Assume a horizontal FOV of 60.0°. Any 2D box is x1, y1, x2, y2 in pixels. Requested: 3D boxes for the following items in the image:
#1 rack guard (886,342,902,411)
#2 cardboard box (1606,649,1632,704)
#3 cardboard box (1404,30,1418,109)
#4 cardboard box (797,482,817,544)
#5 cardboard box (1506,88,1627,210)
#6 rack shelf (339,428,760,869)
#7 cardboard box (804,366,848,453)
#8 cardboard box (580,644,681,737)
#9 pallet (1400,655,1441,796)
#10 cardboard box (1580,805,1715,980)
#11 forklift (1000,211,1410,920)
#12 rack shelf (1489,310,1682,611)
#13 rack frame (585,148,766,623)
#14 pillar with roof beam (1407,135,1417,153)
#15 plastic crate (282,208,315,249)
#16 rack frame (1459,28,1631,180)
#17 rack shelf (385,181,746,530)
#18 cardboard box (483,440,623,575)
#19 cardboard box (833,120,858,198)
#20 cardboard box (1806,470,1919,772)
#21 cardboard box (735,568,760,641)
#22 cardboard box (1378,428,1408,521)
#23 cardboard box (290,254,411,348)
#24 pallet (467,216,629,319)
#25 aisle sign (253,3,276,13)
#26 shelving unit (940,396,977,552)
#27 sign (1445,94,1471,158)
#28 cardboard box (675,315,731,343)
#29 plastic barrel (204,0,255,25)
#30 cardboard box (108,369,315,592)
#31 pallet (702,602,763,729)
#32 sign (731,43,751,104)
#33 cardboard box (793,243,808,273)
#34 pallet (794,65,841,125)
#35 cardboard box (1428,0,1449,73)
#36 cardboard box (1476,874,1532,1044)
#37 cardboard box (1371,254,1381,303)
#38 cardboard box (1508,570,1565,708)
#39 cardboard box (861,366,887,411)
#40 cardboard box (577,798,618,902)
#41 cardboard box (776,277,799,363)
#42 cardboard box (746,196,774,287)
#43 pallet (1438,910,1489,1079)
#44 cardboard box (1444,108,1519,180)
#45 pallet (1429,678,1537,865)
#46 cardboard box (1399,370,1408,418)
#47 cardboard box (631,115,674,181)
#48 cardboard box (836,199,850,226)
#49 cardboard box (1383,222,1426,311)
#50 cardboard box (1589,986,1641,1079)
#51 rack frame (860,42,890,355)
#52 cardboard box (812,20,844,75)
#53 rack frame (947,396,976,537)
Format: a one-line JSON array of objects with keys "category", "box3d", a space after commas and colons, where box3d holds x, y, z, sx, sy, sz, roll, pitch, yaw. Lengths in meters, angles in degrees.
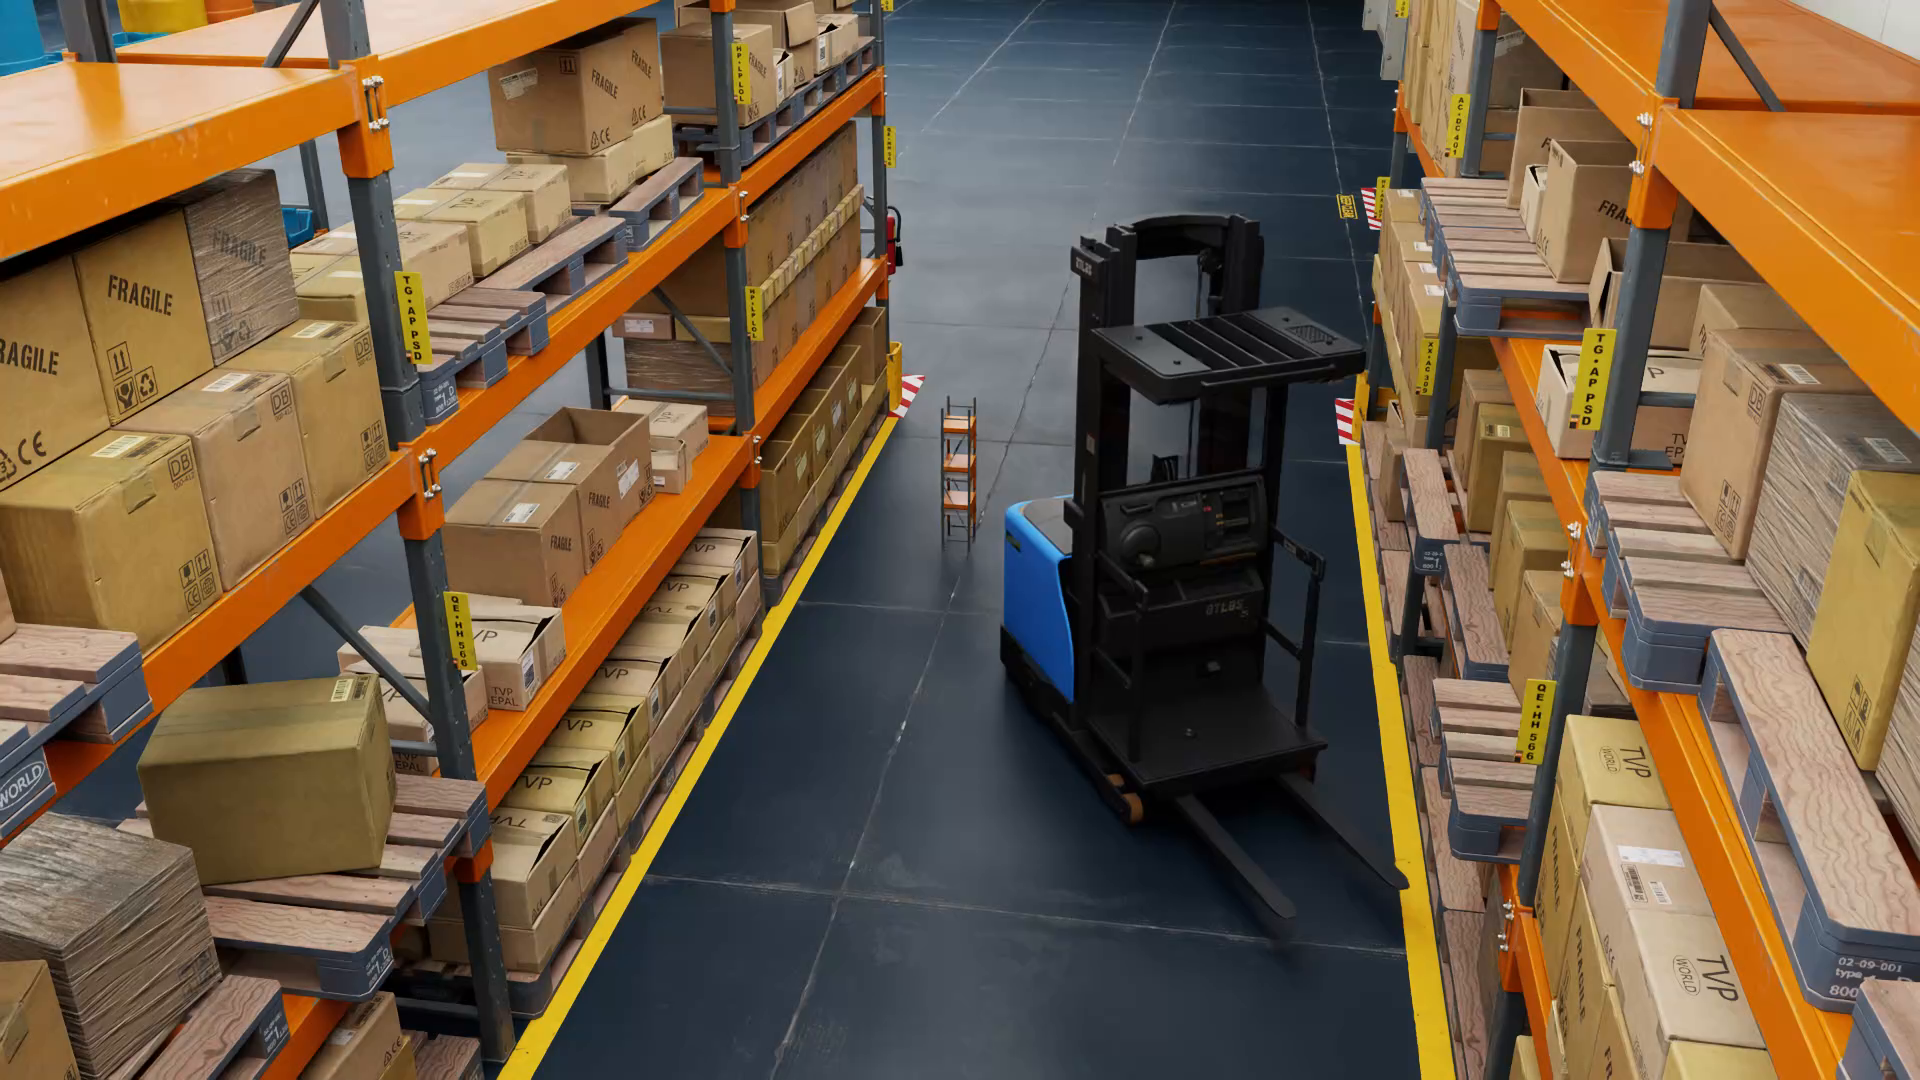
[{"category": "rack guard", "box3d": [-1.092, -1.427, 14.208, 1.175, 0.500, 0.348, 4, 25, 9]}, {"category": "cardboard box", "box3d": [2.511, 0.454, 5.840, 0.380, 0.149, 0.250, 1, 25, 2]}, {"category": "cardboard box", "box3d": [3.367, -3.275, 11.529, 0.500, 0.500, 0.500, 6, 26, 12]}, {"category": "cardboard box", "box3d": [-1.288, -0.202, 11.392, 0.500, 0.250, 0.500, 4, 25, 9]}, {"category": "cardboard box", "box3d": [2.969, -1.905, 8.130, 0.500, 0.500, 0.500, 8, 26, 16]}, {"category": "rack shelf", "box3d": [-2.077, 0.286, 8.448, 1.077, 0.370, 4.000, 4, 25, 9]}, {"category": "cardboard box", "box3d": [-1.122, -0.960, 12.126, 0.500, 0.500, 0.500, 4, 25, 9]}, {"category": "cardboard box", "box3d": [-1.782, 0.751, 8.694, 0.500, 0.311, 0.500, 4, 25, 8]}, {"category": "pallet", "box3d": [3.012, 1.054, 9.248, 1.003, 0.211, 1.213, 4, 25, 9]}, {"category": "cardboard box", "box3d": [2.068, 1.007, 4.684, 0.500, 0.250, 0.500, 4, 25, 8]}, {"category": "forklift", "box3d": [1.247, -0.054, 8.408, 1.130, 2.935, 3.031, -9, 27, -19]}, {"category": "rack shelf", "box3d": [2.811, -0.730, 7.083, 1.077, 0.370, 4.000, 4, 25, 9]}, {"category": "rack frame", "box3d": [-1.750, -0.876, 10.083, 1.000, 3.000, 0.127, 4, 25, 9]}, {"category": "pillar with roof beam", "box3d": [2.244, -9.889, 22.261, 9.100, 9.000, 0.400, 4, 25, 9]}, {"category": "plastic crate", "box3d": [-5.769, -2.596, 13.934, 0.499, 0.251, 0.616, 4, 25, 9]}, {"category": "rack frame", "box3d": [3.138, -3.251, 8.081, 1.000, 3.000, 0.127, 4, 25, 9]}, {"category": "rack shelf", "box3d": [-2.077, -1.072, 7.812, 1.077, 0.370, 4.000, 4, 25, 9]}, {"category": "cardboard box", "box3d": [-2.060, -0.171, 8.460, 0.500, 0.500, 0.500, 4, 25, 9]}, {"category": "cardboard box", "box3d": [-1.194, -2.965, 12.898, 0.700, 0.500, 0.500, 4, 25, 9]}, {"category": "cardboard box", "box3d": [2.323, 0.198, 3.613, 0.700, 0.500, 0.500, 5, 26, 11]}, {"category": "cardboard box", "box3d": [-1.532, 0.373, 10.163, 0.500, 0.250, 0.500, 4, 25, 8]}, {"category": "cardboard box", "box3d": [3.327, -0.449, 11.601, 0.700, 0.500, 0.500, 2, 25, 5]}, {"category": "cardboard box", "box3d": [-2.385, -0.877, 6.229, 0.500, 0.250, 0.500, 2, 25, 5]}, {"category": "pallet", "box3d": [-2.201, -1.234, 7.532, 1.003, 0.211, 1.213, 5, 26, 11]}, {"category": "aisle sign", "box3d": [-5.678, -4.080, 13.863, 0.394, 0.787, 0.004, 4, 25, 9]}, {"category": "shelving unit", "box3d": [-0.009, -0.453, 11.480, 0.215, 1.050, 0.252, 4, 25, 9]}, {"category": "sign", "box3d": [2.601, -2.161, 8.681, 0.100, 0.325, 0.005, 4, 25, 9]}, {"category": "cardboard box", "box3d": [-1.515, -1.314, 10.136, 0.380, 0.149, 0.250, 4, 25, 8]}, {"category": "plastic barrel", "box3d": [-5.937, -4.425, 13.124, 0.600, 0.830, 0.708, 4, 25, 9]}, {"category": "cardboard box", "box3d": [-2.525, -0.209, 5.001, 0.910, 0.500, 0.500, 4, 25, 9]}, {"category": "pallet", "box3d": [-1.832, 0.698, 10.010, 1.003, 0.211, 1.213, 4, 25, 9]}, {"category": "sign", "box3d": [-1.213, -2.578, 9.199, 0.100, 0.325, 0.005, 4, 25, 9]}, {"category": "cardboard box", "box3d": [-1.265, -1.962, 11.520, 0.380, 0.149, 0.250, 4, 25, 8]}, {"category": "pallet", "box3d": [-1.434, -3.062, 11.319, 1.003, 0.211, 1.213, 4, 25, 9]}, {"category": "cardboard box", "box3d": [3.106, -3.077, 9.927, 0.500, 0.500, 0.500, 3, 25, 7]}, {"category": "cardboard box", "box3d": [2.550, 1.767, 6.867, 0.700, 0.500, 0.500, 4, 25, 9]}, {"category": "cardboard box", "box3d": [3.398, -1.966, 12.566, 0.500, 0.250, 0.500, 3, 25, 7]}, {"category": "cardboard box", "box3d": [2.615, 0.461, 6.589, 0.700, 0.500, 0.500, 2, 25, 4]}, {"category": "cardboard box", "box3d": [-0.892, -1.249, 13.628, 0.500, 0.250, 0.500, 4, 25, 9]}, {"category": "cardboard box", "box3d": [-1.947, 1.443, 7.876, 0.500, 0.250, 0.500, 3, 25, 7]}, {"category": "cardboard box", "box3d": [-1.518, -1.538, 11.379, 0.700, 0.500, 0.500, 4, 25, 9]}, {"category": "cardboard box", "box3d": [-1.602, -1.906, 10.636, 0.700, 0.500, 0.500, 4, 25, 8]}, {"category": "pallet", "box3d": [2.613, 2.075, 7.068, 1.003, 0.211, 1.213, 4, 25, 9]}, {"category": "cardboard box", "box3d": [2.977, -2.176, 9.182, 0.500, 0.500, 0.500, 5, 25, 10]}, {"category": "pallet", "box3d": [2.495, 0.920, 6.472, 1.213, 0.211, 1.003, 4, 25, 9]}, {"category": "cardboard box", "box3d": [3.006, -0.902, 10.293, 0.500, 0.250, 0.500, 4, 25, 9]}, {"category": "cardboard box", "box3d": [-1.860, -2.100, 8.841, 0.500, 0.250, 0.500, 7, 26, 14]}, {"category": "cardboard box", "box3d": [-1.054, -2.498, 12.666, 0.380, 0.149, 0.250, 4, 25, 8]}, {"category": "cardboard box", "box3d": [3.236, -1.887, 11.513, 0.500, 0.500, 0.500, 3, 25, 7]}, {"category": "cardboard box", "box3d": [1.975, 1.561, 4.385, 0.500, 0.500, 0.500, 4, 25, 8]}, {"category": "rack frame", "box3d": [-1.096, -2.549, 13.657, 1.000, 3.000, 0.127, 4, 25, 9]}, {"category": "cardboard box", "box3d": [-1.115, -3.388, 11.356, 0.500, 0.311, 0.500, 7, 26, 15]}, {"category": "rack frame", "box3d": [0.011, -0.504, 11.589, 0.200, 1.050, 0.008, 4, 25, 9]}]
